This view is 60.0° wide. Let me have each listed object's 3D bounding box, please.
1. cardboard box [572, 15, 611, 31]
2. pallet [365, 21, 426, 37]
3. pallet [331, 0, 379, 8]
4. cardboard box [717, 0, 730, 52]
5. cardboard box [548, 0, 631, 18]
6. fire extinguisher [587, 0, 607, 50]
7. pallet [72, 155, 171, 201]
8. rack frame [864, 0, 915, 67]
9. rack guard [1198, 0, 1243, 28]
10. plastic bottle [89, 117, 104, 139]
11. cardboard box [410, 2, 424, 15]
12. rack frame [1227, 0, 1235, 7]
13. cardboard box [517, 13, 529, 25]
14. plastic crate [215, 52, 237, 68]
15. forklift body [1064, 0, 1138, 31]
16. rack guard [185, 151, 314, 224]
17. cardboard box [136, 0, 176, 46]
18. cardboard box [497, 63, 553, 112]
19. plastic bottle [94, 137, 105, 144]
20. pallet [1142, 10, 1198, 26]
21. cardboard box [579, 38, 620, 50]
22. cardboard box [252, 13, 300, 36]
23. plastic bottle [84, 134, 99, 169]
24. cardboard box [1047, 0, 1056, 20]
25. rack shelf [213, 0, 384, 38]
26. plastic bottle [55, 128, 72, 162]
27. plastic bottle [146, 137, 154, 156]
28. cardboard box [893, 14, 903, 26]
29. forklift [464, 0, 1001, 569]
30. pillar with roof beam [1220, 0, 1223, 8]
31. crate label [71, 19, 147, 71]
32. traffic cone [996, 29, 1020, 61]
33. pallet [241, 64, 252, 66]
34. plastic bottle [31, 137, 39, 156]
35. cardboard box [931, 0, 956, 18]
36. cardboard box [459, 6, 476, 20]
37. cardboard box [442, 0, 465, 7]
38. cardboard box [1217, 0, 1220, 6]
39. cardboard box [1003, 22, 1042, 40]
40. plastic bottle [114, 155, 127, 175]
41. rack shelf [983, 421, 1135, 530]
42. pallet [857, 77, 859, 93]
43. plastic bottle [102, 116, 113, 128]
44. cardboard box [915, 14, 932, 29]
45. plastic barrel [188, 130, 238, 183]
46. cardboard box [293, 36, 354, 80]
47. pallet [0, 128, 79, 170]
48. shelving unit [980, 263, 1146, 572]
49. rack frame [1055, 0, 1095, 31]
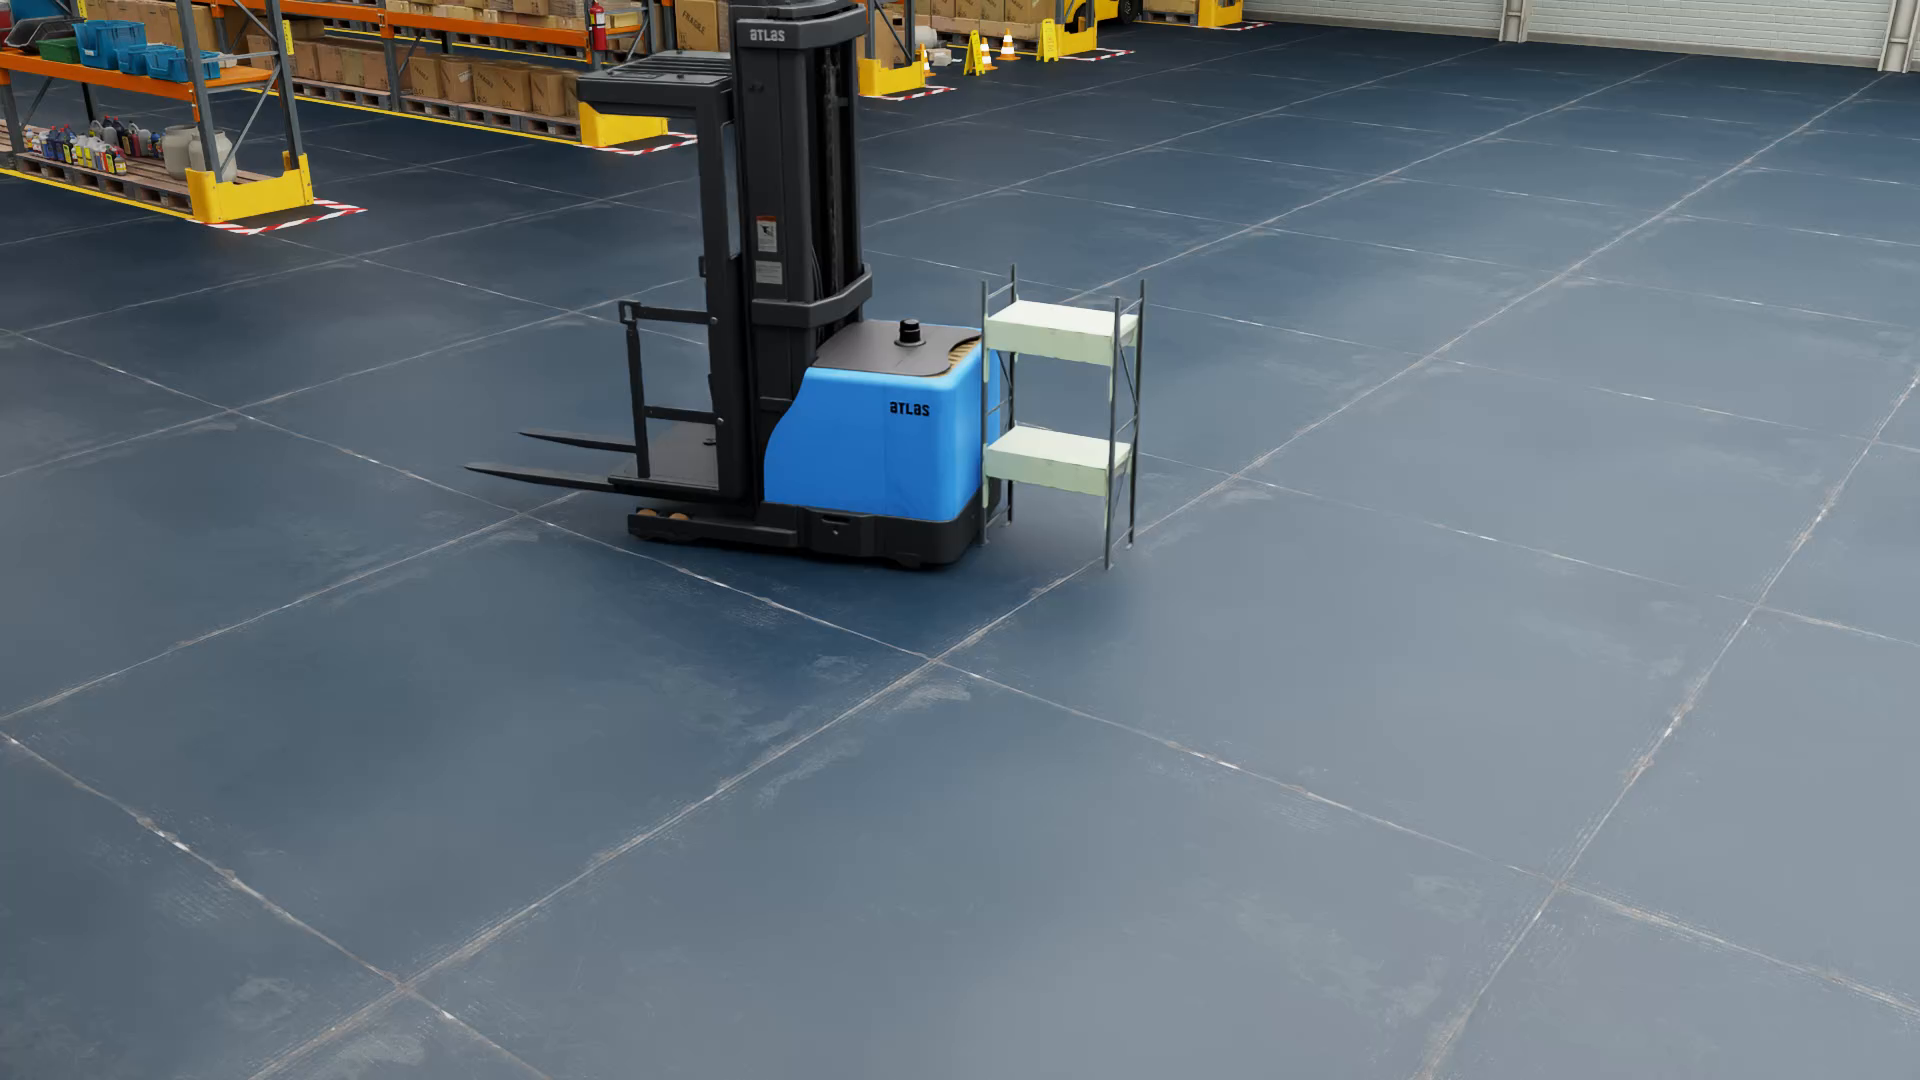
[{"bbox_3d":[-4.401,-6.173,19.851,0.250,0.149,0.380,17,29,33],"label":"cardboard box"},{"bbox_3d":[-9.972,-9.299,30.094,1.213,0.211,1.003,17,29,33],"label":"pallet"},{"bbox_3d":[-7.774,-7.397,22.555,1.213,0.211,1.003,17,29,33],"label":"pallet"},{"bbox_3d":[-3.009,-7.657,25.023,0.875,0.875,0.875,17,29,34],"label":"cardboard box"},{"bbox_3d":[-4.473,-6.609,20.037,0.500,0.500,0.875,17,29,33],"label":"cardboard box"},{"bbox_3d":[-4.234,-6.074,19.411,0.183,0.674,0.296,17,29,33],"label":"fire extinguisher"},{"bbox_3d":[-8.727,-3.908,17.858,1.213,0.211,1.003,17,29,33],"label":"pallet"},{"bbox_3d":[-0.993,-7.861,23.372,0.127,3.000,1.000,17,29,33],"label":"rack frame"},{"bbox_3d":[4.888,-9.935,31.180,0.348,0.500,1.175,17,29,33],"label":"rack guard"},{"bbox_3d":[-9.618,-4.535,18.561,0.185,0.351,0.144,17,29,33],"label":"plastic bottle"},{"bbox_3d":[-6.849,-6.873,21.439,0.250,0.149,0.380,17,29,33],"label":"cardboard box"},{"bbox_3d":[4.869,-11.085,30.689,0.127,3.000,1.000,17,29,33],"label":"rack frame"},{"bbox_3d":[-5.197,-6.417,20.404,0.250,0.149,0.380,17,29,33],"label":"cardboard box"},{"bbox_3d":[-7.543,-4.887,16.948,0.250,0.136,0.298,17,29,33],"label":"plastic crate"},{"bbox_3d":[2.257,-10.567,30.565,1.214,2.155,2.313,17,29,33],"label":"forklift body"},{"bbox_3d":[-7.108,-3.547,16.680,0.348,0.500,1.175,17,29,33],"label":"rack guard"},{"bbox_3d":[-11.699,-7.832,25.419,0.875,0.875,1.225,17,29,33],"label":"cardboard box"},{"bbox_3d":[-5.527,-5.781,21.230,0.500,0.500,0.500,20,31,38],"label":"cardboard box"},{"bbox_3d":[-9.263,-4.186,17.863,0.135,0.276,0.152,17,29,33],"label":"plastic bottle"},{"bbox_3d":[4.231,-9.981,31.640,1.213,0.211,1.003,17,29,33],"label":"pallet"},{"bbox_3d":[-5.514,-8.347,26.743,0.750,0.750,1.050,17,29,33],"label":"cardboard box"},{"bbox_3d":[-9.896,-7.468,24.104,0.500,0.250,0.500,18,30,35],"label":"cardboard box"},{"bbox_3d":[-9.183,-4.121,17.623,0.185,0.351,0.144,18,30,35],"label":"plastic bottle"},{"bbox_3d":[1.396,-9.050,28.028,0.500,0.500,0.500,16,28,32],"label":"cardboard box"},{"bbox_3d":[-8.850,-7.407,23.233,4.000,0.370,1.077,17,29,33],"label":"rack shelf"},{"bbox_3d":[-9.672,-4.269,17.959,0.185,0.351,0.144,15,28,31],"label":"plastic bottle"},{"bbox_3d":[-8.881,-4.328,18.277,0.097,0.201,0.097,0,24,0],"label":"plastic bottle"},{"bbox_3d":[-1.265,-8.609,28.166,0.500,0.500,0.500,-5,24,-12],"label":"cardboard box"},{"bbox_3d":[-1.338,-1.515,9.053,3.031,2.935,1.130,7,25,15],"label":"forklift"},{"bbox_3d":[2.270,-12.901,27.369,0.400,9.000,9.100,17,29,33],"label":"pillar with roof beam"},{"bbox_3d":[-8.654,-5.061,16.973,0.616,0.435,0.502,17,29,33],"label":"crate label"},{"bbox_3d":[0.777,-8.010,26.855,0.334,0.463,0.336,17,29,33],"label":"traffic cone"},{"bbox_3d":[-11.036,-7.159,25.236,1.213,0.211,1.003,17,29,33],"label":"pallet"},{"bbox_3d":[-10.147,-4.332,18.288,0.097,0.201,0.097,0,24,0],"label":"plastic bottle"},{"bbox_3d":[-0.147,-9.246,28.473,0.500,0.500,0.500,19,30,36],"label":"cardboard box"},{"bbox_3d":[-6.050,-6.630,20.890,0.250,0.149,0.380,17,29,33],"label":"cardboard box"},{"bbox_3d":[-6.087,-7.085,21.117,0.500,0.500,0.875,17,29,33],"label":"cardboard box"},{"bbox_3d":[4.593,-10.201,31.571,0.500,0.250,0.500,17,29,34],"label":"cardboard box"},{"bbox_3d":[1.067,-8.531,27.782,0.500,0.250,0.500,17,29,33],"label":"cardboard box"},{"bbox_3d":[-8.752,-3.911,17.331,0.097,0.201,0.097,0,24,0],"label":"plastic bottle"},{"bbox_3d":[0.537,-0.357,9.009,0.720,0.370,0.431,11,26,23],"label":"rack shelf"},{"bbox_3d":[-1.680,-6.753,24.316,1.213,0.211,1.003,17,29,33],"label":"pallet"},{"bbox_3d":[-9.532,-4.581,18.667,0.185,0.351,0.144,16,28,32],"label":"plastic bottle"},{"bbox_3d":[-0.562,-9.029,28.911,0.500,0.250,0.500,19,30,36],"label":"cardboard box"},{"bbox_3d":[-7.592,-3.876,16.891,0.421,0.512,0.421,0,24,0],"label":"plastic barrel"},{"bbox_3d":[-8.993,-6.857,23.647,0.500,0.500,0.700,20,31,38],"label":"cardboard box"},{"bbox_3d":[-10.872,-4.556,19.329,1.213,0.211,1.003,17,29,33],"label":"pallet"},{"bbox_3d":[0.537,-0.655,8.877,0.755,1.500,0.431,11,26,23],"label":"shelving unit"},{"bbox_3d":[1.895,-9.483,27.052,0.127,3.000,1.000,17,29,33],"label":"rack frame"}]
